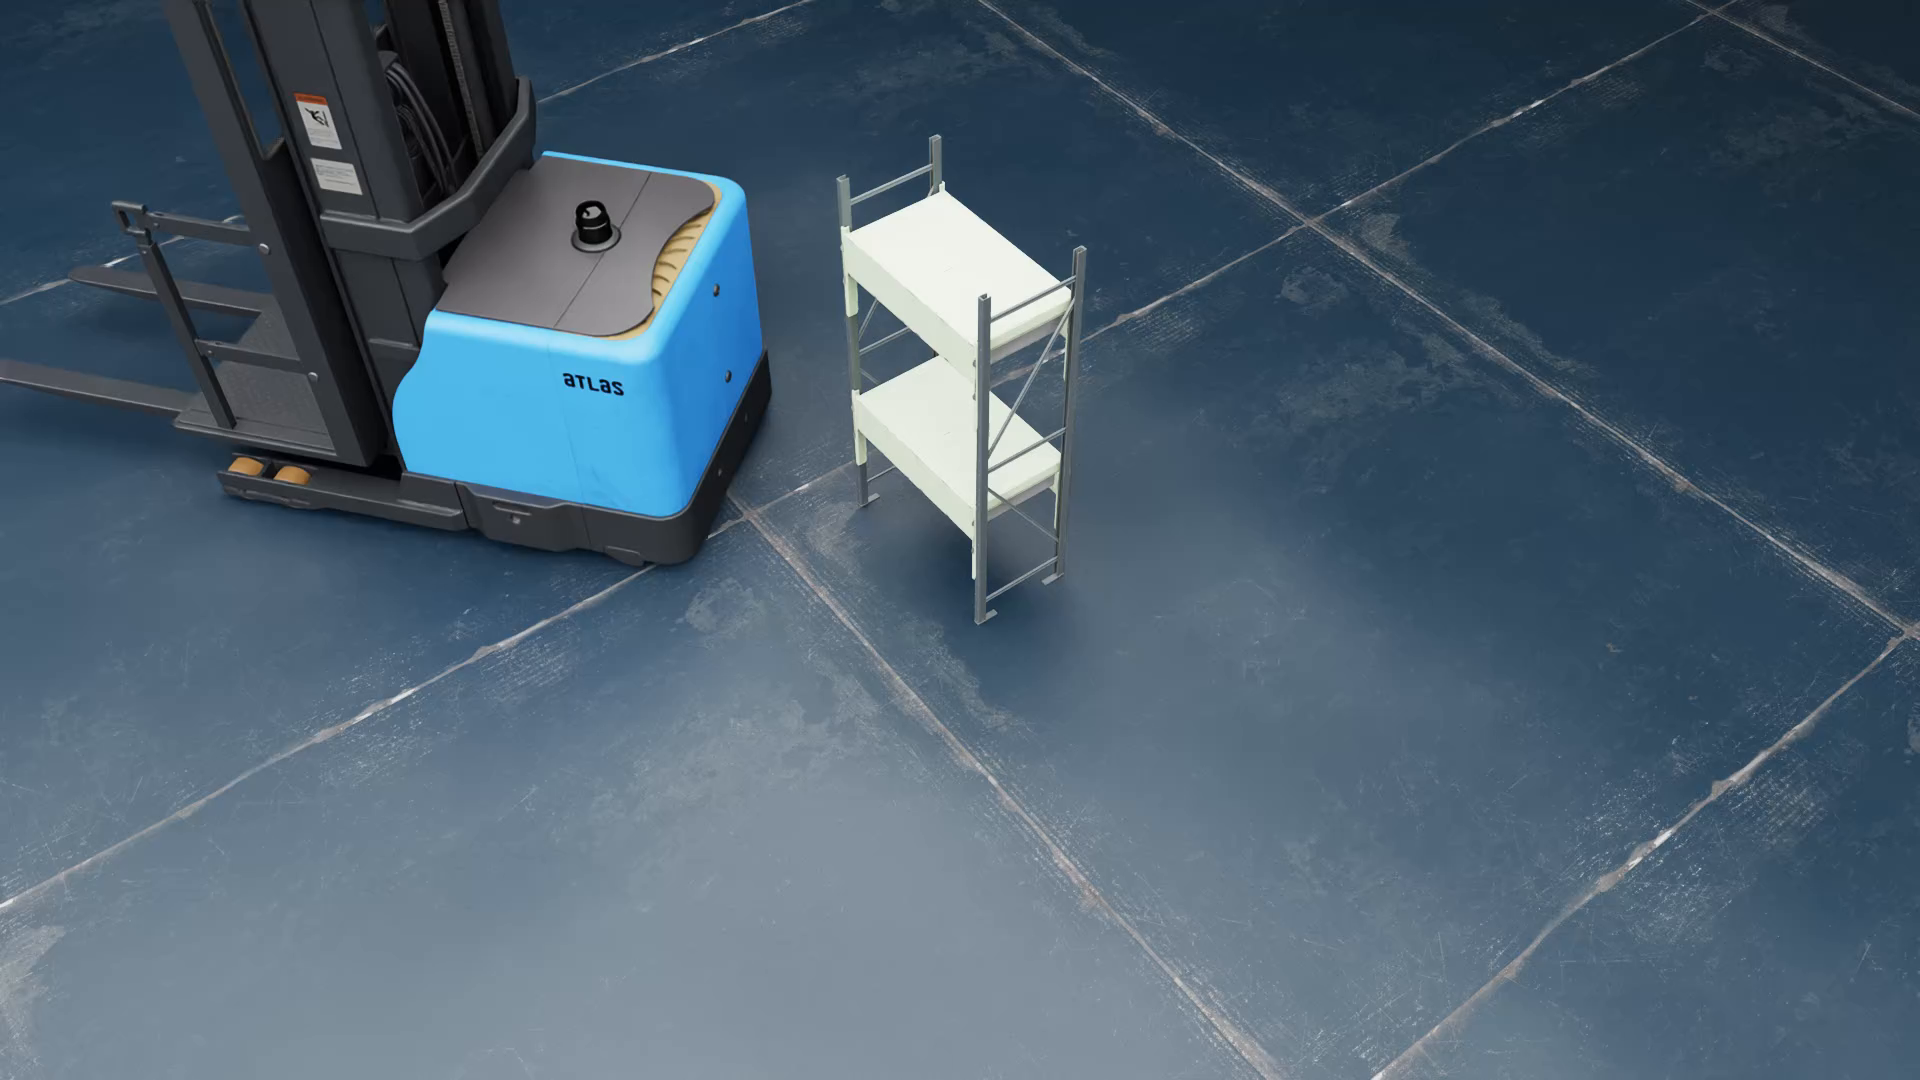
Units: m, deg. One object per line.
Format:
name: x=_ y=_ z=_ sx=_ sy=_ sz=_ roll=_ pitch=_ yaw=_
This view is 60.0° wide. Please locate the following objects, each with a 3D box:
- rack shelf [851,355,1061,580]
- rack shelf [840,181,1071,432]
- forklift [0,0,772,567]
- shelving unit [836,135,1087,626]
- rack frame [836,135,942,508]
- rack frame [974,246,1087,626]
rack shelf: x=-0.004 y=-0.289 z=5.939 sx=0.431 sy=0.370 sz=0.720 roll=-29 pitch=54 yaw=-24
rack shelf: x=-0.004 y=-0.770 z=5.409 sx=0.431 sy=0.370 sz=0.720 roll=-29 pitch=54 yaw=-24
forklift: x=-2.330 y=-1.475 z=5.608 sx=3.031 sy=2.935 sz=1.130 roll=10 pitch=49 yaw=9
shelving unit: x=-0.004 y=-0.508 z=5.698 sx=0.431 sy=1.500 sz=0.755 roll=-29 pitch=54 yaw=-24
rack frame: x=-0.226 y=-0.723 z=5.894 sx=0.400 sy=1.500 sz=0.023 roll=-29 pitch=54 yaw=-24
rack frame: x=0.218 y=-0.292 z=5.502 sx=0.400 sy=1.500 sz=0.023 roll=-29 pitch=54 yaw=-24
